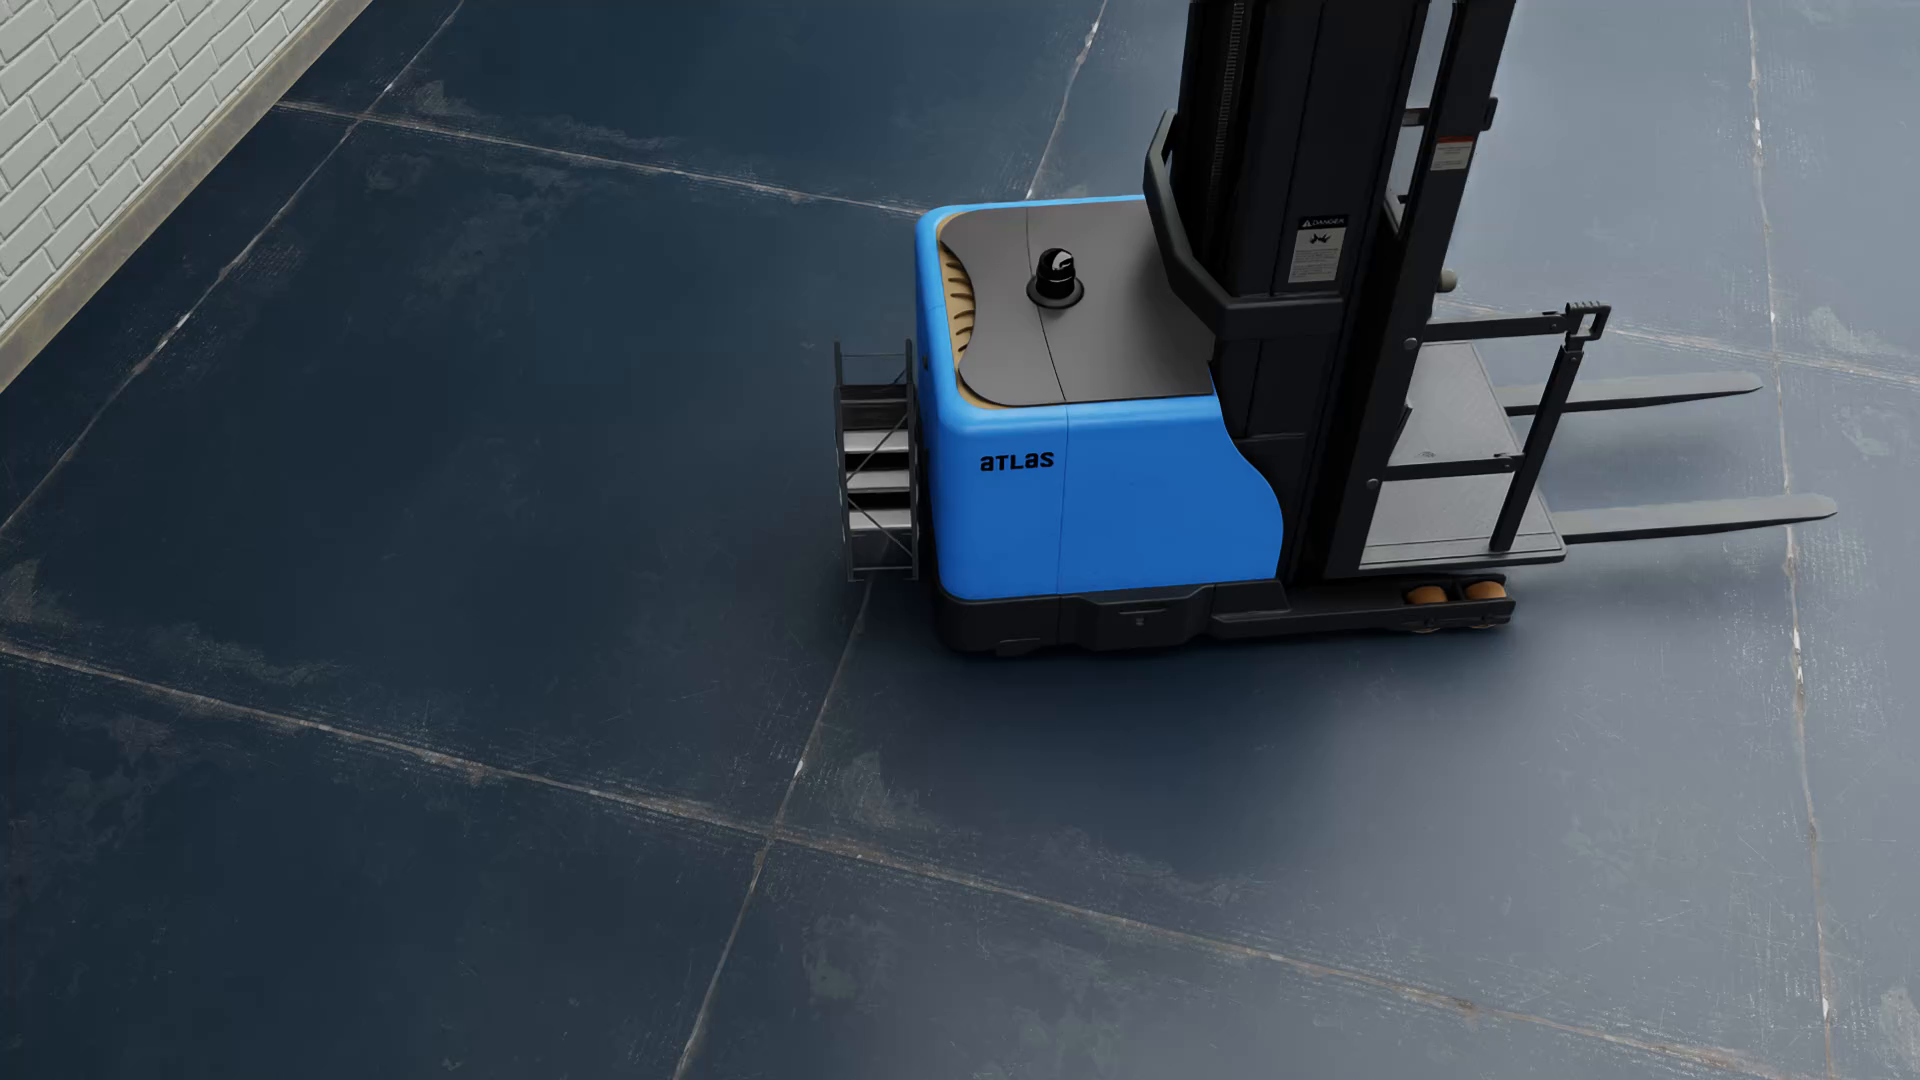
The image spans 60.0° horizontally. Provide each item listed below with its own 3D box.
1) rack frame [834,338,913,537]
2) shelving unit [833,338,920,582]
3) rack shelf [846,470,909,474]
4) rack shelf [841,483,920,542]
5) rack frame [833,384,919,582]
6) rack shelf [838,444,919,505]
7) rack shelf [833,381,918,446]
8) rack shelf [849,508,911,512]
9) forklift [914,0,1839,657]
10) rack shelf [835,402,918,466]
[{"bbox_3d":[-0.267,-0.314,5.427,0.240,0.900,0.006,-2,49,-2],"label":"rack frame"},{"bbox_3d":[-0.263,-0.238,5.360,0.258,0.900,0.210,-2,49,-2],"label":"shelving unit"},{"bbox_3d":[-0.263,-0.285,5.306,0.199,0.015,0.184,-2,49,-2],"label":"rack shelf"},{"bbox_3d":[-0.263,-0.097,5.520,0.258,0.077,0.200,-2,49,-2],"label":"rack shelf"},{"bbox_3d":[-0.259,-0.162,5.292,0.240,0.900,0.006,-2,49,-2],"label":"rack frame"},{"bbox_3d":[-0.263,-0.216,5.385,0.258,0.077,0.200,-2,49,-2],"label":"rack shelf"},{"bbox_3d":[-0.263,-0.394,5.182,0.258,0.077,0.200,-2,49,-2],"label":"rack shelf"},{"bbox_3d":[-0.263,-0.166,5.441,0.199,0.015,0.184,-2,49,-2],"label":"rack shelf"},{"bbox_3d":[1.392,-1.058,4.729,3.031,2.935,1.130,-4,49,-4],"label":"forklift"},{"bbox_3d":[-0.263,-0.335,5.250,0.258,0.077,0.200,-2,49,-2],"label":"rack shelf"}]
